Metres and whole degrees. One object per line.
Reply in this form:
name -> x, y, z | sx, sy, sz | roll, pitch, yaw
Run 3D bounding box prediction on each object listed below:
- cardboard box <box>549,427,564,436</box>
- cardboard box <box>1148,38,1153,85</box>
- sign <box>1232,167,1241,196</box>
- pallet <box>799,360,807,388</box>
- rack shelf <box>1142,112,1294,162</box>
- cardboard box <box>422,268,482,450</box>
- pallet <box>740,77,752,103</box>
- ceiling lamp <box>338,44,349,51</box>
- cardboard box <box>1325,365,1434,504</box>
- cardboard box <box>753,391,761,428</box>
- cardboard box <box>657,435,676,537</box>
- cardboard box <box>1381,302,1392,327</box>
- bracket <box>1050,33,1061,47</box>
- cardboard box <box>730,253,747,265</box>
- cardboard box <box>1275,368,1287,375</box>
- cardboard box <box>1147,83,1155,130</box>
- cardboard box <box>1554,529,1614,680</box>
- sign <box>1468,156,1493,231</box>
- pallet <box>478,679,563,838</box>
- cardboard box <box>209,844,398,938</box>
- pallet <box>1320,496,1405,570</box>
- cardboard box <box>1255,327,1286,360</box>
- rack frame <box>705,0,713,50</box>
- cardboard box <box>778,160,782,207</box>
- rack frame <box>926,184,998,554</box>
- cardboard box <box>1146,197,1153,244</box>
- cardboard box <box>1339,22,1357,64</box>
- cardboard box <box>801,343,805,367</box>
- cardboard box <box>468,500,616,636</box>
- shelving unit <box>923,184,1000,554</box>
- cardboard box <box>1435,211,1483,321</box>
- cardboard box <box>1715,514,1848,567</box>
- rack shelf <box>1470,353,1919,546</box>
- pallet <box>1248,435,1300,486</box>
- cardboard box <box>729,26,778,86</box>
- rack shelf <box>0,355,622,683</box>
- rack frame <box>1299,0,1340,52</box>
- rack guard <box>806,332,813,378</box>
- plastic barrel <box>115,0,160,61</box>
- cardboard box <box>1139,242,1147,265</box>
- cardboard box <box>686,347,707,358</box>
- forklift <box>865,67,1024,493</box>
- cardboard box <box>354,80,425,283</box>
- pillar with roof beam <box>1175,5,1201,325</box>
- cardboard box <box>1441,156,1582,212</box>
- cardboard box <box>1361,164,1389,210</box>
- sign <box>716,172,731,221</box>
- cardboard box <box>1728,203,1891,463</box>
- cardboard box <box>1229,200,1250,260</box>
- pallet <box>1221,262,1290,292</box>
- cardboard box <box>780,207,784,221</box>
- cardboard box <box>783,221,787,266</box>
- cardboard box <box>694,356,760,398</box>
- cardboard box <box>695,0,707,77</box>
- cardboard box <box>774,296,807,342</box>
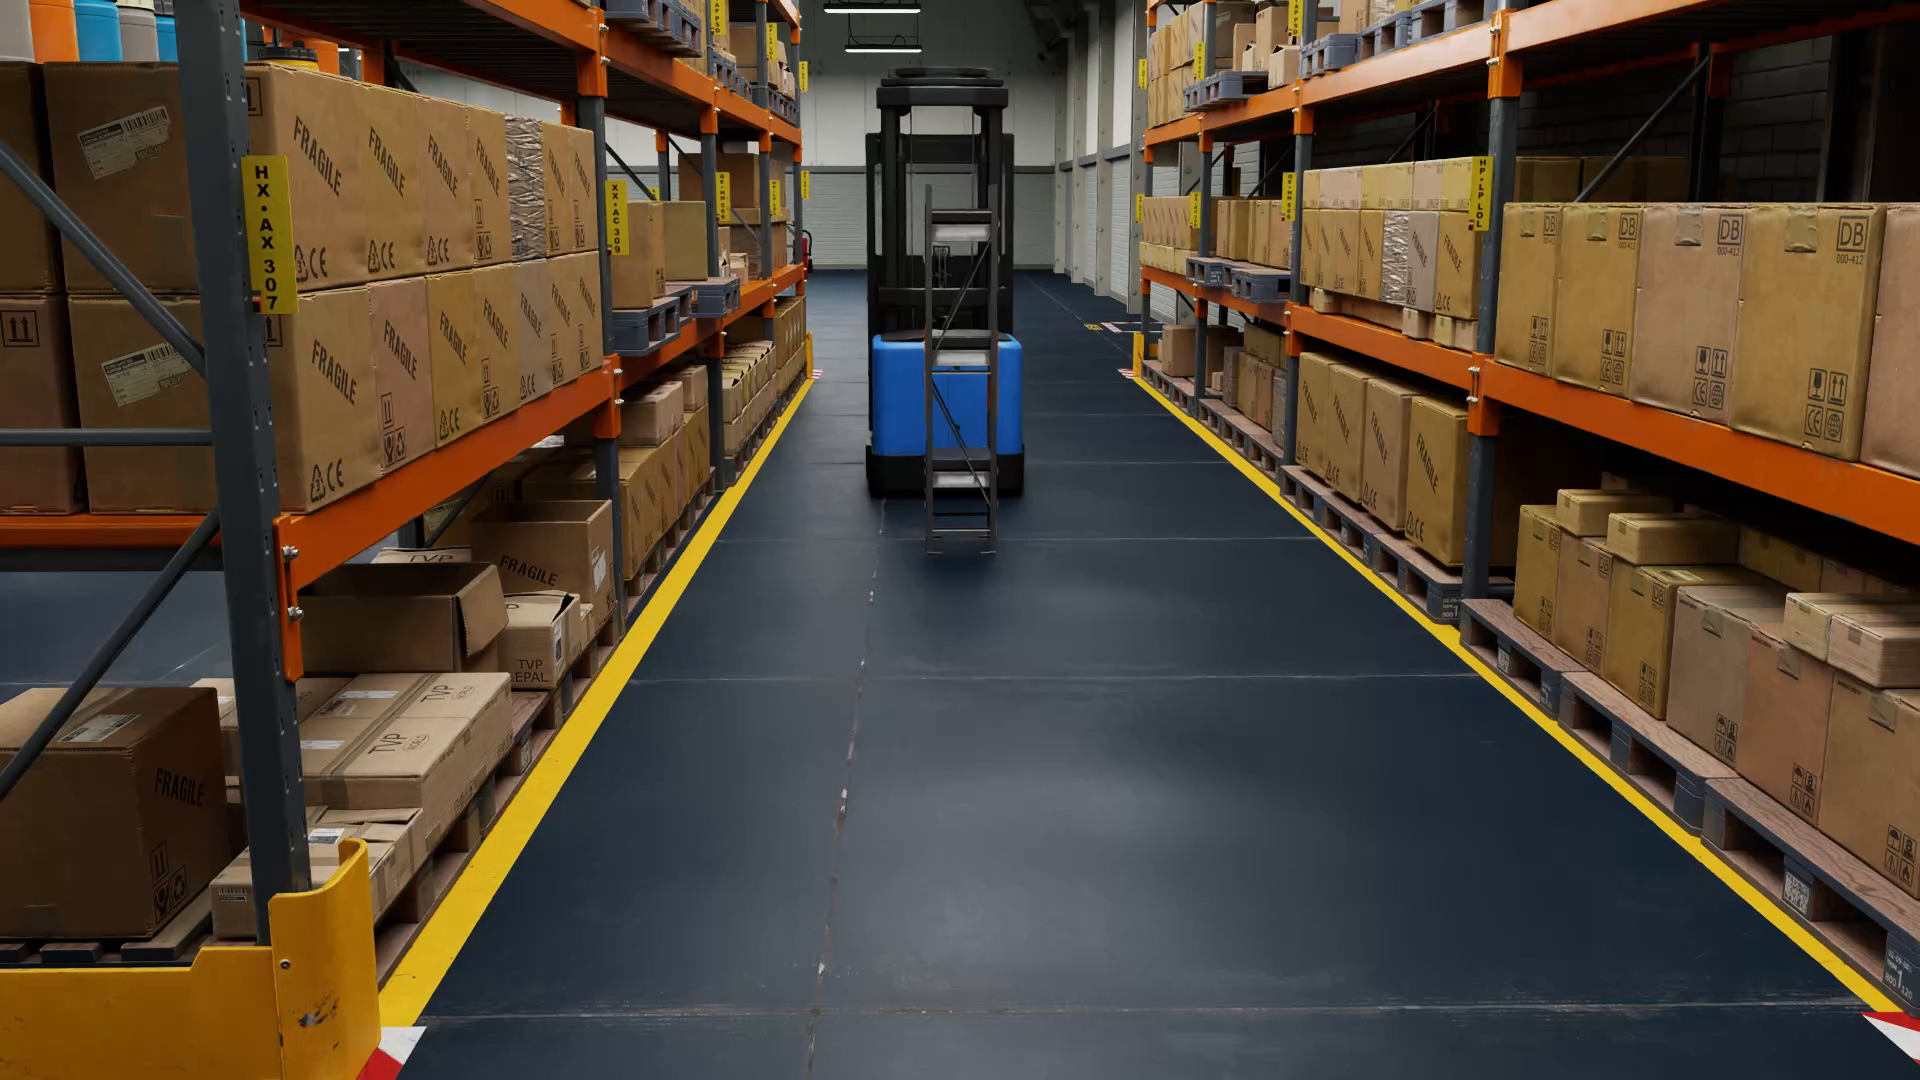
cardboard box -> -2.395, -0.393, 9.633 | 0.500, 0.500, 0.500 | -1, 11, -3
cardboard box -> 2.396, -5.354, 18.547 | 0.500, 0.500, 0.500 | -1, 12, -5
sign -> 3.186, -4.134, 19.184 | 0.100, 0.325, 0.005 | 0, 11, -1
pallet -> -2.264, -1.874, 18.763 | 1.003, 0.211, 1.213 | 0, 11, -1
rack shelf -> 2.672, -4.133, 17.152 | 1.077, 0.370, 4.000 | 0, 11, -1
cardboard box -> -1.760, -0.552, 4.985 | 0.500, 0.500, 0.500 | 0, 11, -1
pallet -> -2.208, -3.798, 14.172 | 0.805, 0.209, 1.217 | -1, 11, -3
ceiling lamp -> -16.386, -14.194, 42.710 | 2.000, 3.185, 0.800 | 0, 11, -1
cardboard box -> 2.692, -0.654, 10.090 | 0.750, 0.750, 0.750 | 0, 11, -1
cardboard box -> -1.912, -1.071, 13.651 | 0.500, 0.250, 0.500 | 0, 11, 0
cardboard box -> -1.865, -0.300, 9.173 | 0.500, 0.500, 0.500 | 0, 11, 0
cardboard box -> 2.612, -1.286, 9.435 | 0.380, 0.149, 0.250 | 0, 11, 1
bracket -> 2.597, -13.349, 44.172 | 0.076, 0.066, 4.783 | 0, 11, -1
cardboard box -> -2.185, -2.426, 14.849 | 0.500, 0.250, 0.500 | 0, 11, 2
cardboard box -> 2.835, -1.059, 12.916 | 0.700, 0.500, 0.500 | 0, 11, -1
cardboard box -> 2.388, -4.874, 18.696 | 0.500, 0.500, 0.500 | 0, 11, 0
cardboard box -> 2.799, 0.240, 6.560 | 0.700, 0.500, 0.500 | 0, 11, -2
sign -> 2.336, -1.552, 7.453 | 0.100, 0.325, 0.005 | 0, 11, -1
pallet -> -2.033, 0.740, 5.883 | 1.003, 0.211, 1.213 | 0, 11, -1
cardboard box -> -1.656, 0.885, 4.214 | 0.380, 0.149, 0.250 | 0, 11, -1
pallet -> 2.759, -0.057, 9.811 | 1.003, 0.211, 1.213 | 0, 11, -1
cardboard box -> 2.772, -1.639, 13.887 | 0.500, 0.250, 0.500 | -1, 11, -3
rack frame -> -2.157, -4.742, 10.799 | 1.000, 3.000, 0.127 | 0, 11, -1
cardboard box -> -2.308, -3.869, 18.071 | 0.700, 0.500, 0.500 | -1, 11, -3
rack frame -> 0.008, -0.948, 9.449 | 0.400, 2.100, 0.015 | 0, 11, -1
cardboard box -> 2.340, -3.523, 18.319 | 0.500, 0.500, 0.500 | 0, 11, -1
cardboard box -> 3.011, -3.496, 11.900 | 0.500, 0.500, 0.500 | 0, 11, -1
cardboard box -> -1.993, -2.046, 18.457 | 0.500, 0.250, 0.500 | 0, 11, -1
cardboard box -> -1.779, 0.115, 7.129 | 0.500, 0.500, 0.500 | 0, 11, -1
shelving unit -> 0.003, -0.996, 9.688 | 0.431, 2.100, 0.503 | 0, 11, -1
cardboard box -> 2.617, -1.323, 7.986 | 0.500, 0.500, 0.500 | 0, 11, -2
cardboard box -> 3.010, 0.000, 6.112 | 0.380, 0.149, 0.250 | 0, 11, -1
rack shelf -> 2.920, -0.278, 5.692 | 1.077, 0.370, 4.000 | 0, 11, -1
pallet -> 2.781, -0.612, 12.543 | 1.003, 0.211, 1.213 | 0, 11, -1
cardboard box -> -1.986, -4.492, 15.450 | 0.500, 0.500, 0.500 | 1, 11, 4
rack shelf -> -2.033, -0.257, 5.588 | 1.077, 0.370, 4.000 | 0, 11, -1
rack frame -> 2.796, -4.763, 10.903 | 1.000, 3.000, 0.127 | 0, 11, -1
rack guard -> -2.322, -2.172, 19.507 | 1.175, 0.500, 0.348 | 0, 11, -1
plastic barrel -> -6.951, -4.063, 13.736 | 0.600, 0.901, 0.600 | 0, 11, 0
cardboard box -> 2.323, -3.251, 18.867 | 0.500, 0.250, 0.500 | -1, 11, -3
cardboard box -> -2.475, -1.547, 14.591 | 0.500, 0.311, 0.500 | 0, 11, -2
forklift -> -0.162, -2.012, 12.603 | 1.130, 2.935, 3.031 | -1, 11, -3
cardboard box -> -1.755, -0.944, 4.400 | 0.500, 0.500, 0.500 | 0, 11, -1
pillar with roof beam -> -0.918, -7.393, 23.865 | 9.100, 9.000, 0.400 | 0, 11, -1
cardboard box -> 2.613, -1.692, 7.917 | 0.500, 0.250, 0.500 | 0, 11, 0
cardboard box -> 2.591, -1.996, 9.417 | 0.500, 0.250, 0.500 | 0, 11, -2
sign -> -1.614, -2.335, 11.309 | 0.100, 0.325, 0.005 | 0, 11, -1
cardboard box -> 2.915, -0.626, 4.844 | 0.980, 0.700, 0.700 | 0, 11, -2
cardboard box -> 2.694, -2.670, 14.318 | 0.700, 0.500, 0.500 | 1, 12, 5
pallet -> 2.714, -2.122, 13.458 | 1.003, 0.211, 1.213 | 0, 11, -1
cardboard box -> -2.108, -3.531, 18.036 | 0.380, 0.149, 0.250 | 0, 11, 0
cardboard box -> -2.325, -3.348, 18.767 | 0.700, 0.500, 0.500 | 0, 11, -1
cardboard box -> -1.913, -1.348, 13.609 | 0.500, 0.311, 0.500 | 0, 11, -2
cardboard box -> -2.114, -3.234, 10.661 | 0.910, 0.500, 0.500 | 0, 11, -1
cardboard box -> -2.013, -2.512, 18.872 | 0.500, 0.500, 0.500 | 0, 11, -1
